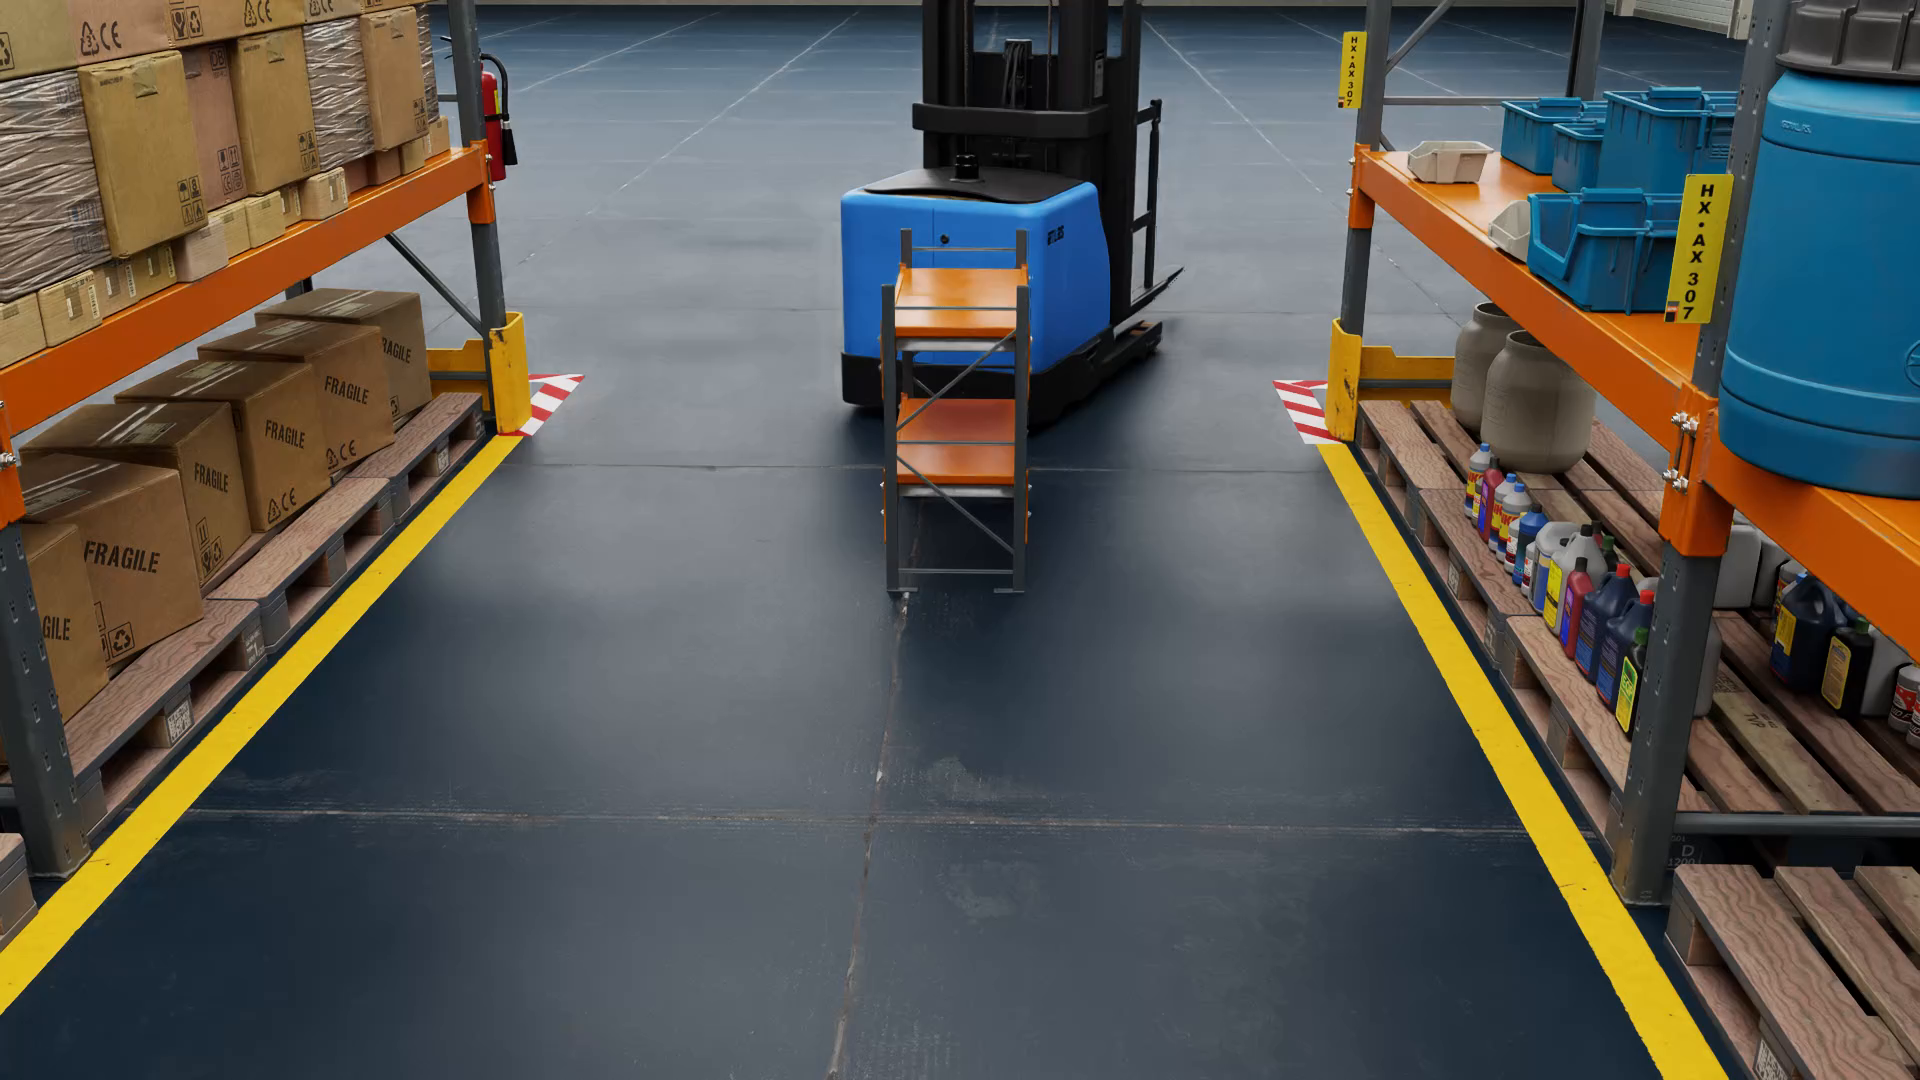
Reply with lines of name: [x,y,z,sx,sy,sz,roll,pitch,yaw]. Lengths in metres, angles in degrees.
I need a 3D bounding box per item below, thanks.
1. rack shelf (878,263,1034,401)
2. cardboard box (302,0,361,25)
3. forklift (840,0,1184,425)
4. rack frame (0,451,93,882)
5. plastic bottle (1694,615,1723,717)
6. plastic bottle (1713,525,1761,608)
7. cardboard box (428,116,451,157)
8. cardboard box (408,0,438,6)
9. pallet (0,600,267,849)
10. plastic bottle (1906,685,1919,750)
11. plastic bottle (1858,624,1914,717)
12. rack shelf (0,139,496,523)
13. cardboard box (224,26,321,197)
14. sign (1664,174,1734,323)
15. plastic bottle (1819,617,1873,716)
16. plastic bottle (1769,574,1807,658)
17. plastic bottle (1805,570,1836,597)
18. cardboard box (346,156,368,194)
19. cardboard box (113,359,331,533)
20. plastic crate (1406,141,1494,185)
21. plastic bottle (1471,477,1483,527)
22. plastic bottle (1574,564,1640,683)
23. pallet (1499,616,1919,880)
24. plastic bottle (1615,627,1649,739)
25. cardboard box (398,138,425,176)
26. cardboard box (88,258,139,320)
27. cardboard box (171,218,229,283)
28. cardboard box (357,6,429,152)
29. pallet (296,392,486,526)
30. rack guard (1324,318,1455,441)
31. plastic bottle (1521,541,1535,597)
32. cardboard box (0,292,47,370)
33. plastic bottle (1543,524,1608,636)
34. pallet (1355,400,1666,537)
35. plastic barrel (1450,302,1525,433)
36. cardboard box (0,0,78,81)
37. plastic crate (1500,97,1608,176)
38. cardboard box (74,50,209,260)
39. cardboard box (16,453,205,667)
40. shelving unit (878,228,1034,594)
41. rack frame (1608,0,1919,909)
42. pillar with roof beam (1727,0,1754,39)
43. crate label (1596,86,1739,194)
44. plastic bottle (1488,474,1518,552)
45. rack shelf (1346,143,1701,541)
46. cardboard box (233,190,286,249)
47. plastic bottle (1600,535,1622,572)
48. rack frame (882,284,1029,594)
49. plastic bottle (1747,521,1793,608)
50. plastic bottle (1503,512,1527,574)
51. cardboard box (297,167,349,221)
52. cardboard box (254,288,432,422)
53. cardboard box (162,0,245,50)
rack shelf: [0.000,-0.795,6.213,0.538,0.278,1.000,1,21,2]
cardboard box: [-2.463,-2.084,5.821,0.500,0.500,0.500,1,21,2]
forklift: [0.473,-2.397,8.654,1.130,2.935,3.031,9,23,22]
rack frame: [-2.788,-0.549,3.798,1.000,3.000,0.127,1,21,2]
plastic bottle: [2.038,0.301,4.661,0.144,0.351,0.185,1,21,2]
plastic bottle: [2.472,0.068,5.364,0.152,0.276,0.135,1,21,2]
cardboard box: [-2.469,-1.773,7.299,0.380,0.149,0.250,1,21,2]
cardboard box: [-2.436,-2.445,6.753,0.500,0.500,0.500,1,21,2]
pallet: [-2.803,0.508,4.929,1.003,0.211,1.213,1,21,2]
plastic bottle: [2.614,0.458,4.463,0.097,0.201,0.097,0,21,0]
plastic bottle: [2.593,0.342,4.657,0.152,0.276,0.135,1,21,4]
rack shelf: [-2.727,-0.937,5.792,1.077,0.370,4.000,1,21,2]
cardboard box: [-2.691,-1.439,5.542,0.875,0.500,0.500,1,21,2]
sign: [1.613,-0.634,3.633,0.100,0.325,0.005,1,21,2]
plastic bottle: [2.487,0.338,4.658,0.061,0.283,0.133,1,21,2]
plastic bottle: [2.486,0.231,4.950,0.097,0.271,0.097,0,21,0]
plastic bottle: [2.608,0.180,4.973,0.144,0.351,0.185,0,21,-1]
cardboard box: [-2.505,-1.412,6.367,0.380,0.149,0.250,1,21,2]
cardboard box: [-2.724,-0.358,6.179,0.500,0.500,0.500,3,21,7]
plastic crate: [1.936,-1.498,6.608,0.298,0.136,0.250,1,21,2]
plastic bottle: [1.915,-0.152,6.034,0.097,0.201,0.097,0,21,0]
plastic bottle: [1.900,0.230,4.844,0.144,0.351,0.185,0,21,-1]
pallet: [2.225,0.563,4.786,1.003,0.211,1.213,1,21,2]
plastic bottle: [1.848,0.389,4.527,0.061,0.283,0.133,2,21,4]
cardboard box: [-2.433,-1.592,6.832,0.380,0.149,0.250,1,21,2]
cardboard box: [-2.480,-0.687,4.501,0.380,0.149,0.250,1,21,2]
cardboard box: [-2.433,-0.868,4.966,0.380,0.149,0.250,1,21,2]
cardboard box: [-2.606,-1.800,6.472,0.875,0.500,0.500,1,21,2]
pallet: [-2.729,-0.375,7.203,1.003,0.211,1.213,1,21,2]
rack guard: [2.329,-0.748,7.765,1.175,0.500,0.348,1,21,2]
plastic bottle: [1.895,0.081,5.434,0.097,0.201,0.097,0,21,0]
cardboard box: [-2.481,-0.507,4.035,0.380,0.149,0.250,1,21,2]
plastic bottle: [1.910,0.113,5.145,0.144,0.351,0.185,1,21,1]
pallet: [2.299,-0.319,7.060,1.003,0.211,1.213,1,21,2]
plastic barrel: [2.341,-0.738,7.143,0.421,0.512,0.421,0,21,0]
cardboard box: [-2.520,-1.361,3.957,0.500,0.500,0.500,1,21,2]
plastic crate: [2.568,-1.687,6.937,0.499,0.251,0.616,1,21,2]
cardboard box: [-2.662,-1.077,4.608,0.875,0.500,0.500,1,21,2]
cardboard box: [-2.726,0.069,5.079,0.500,0.500,0.500,8,22,19]
shelving unit: [0.000,-0.522,6.319,0.538,1.125,1.048,1,21,2]
rack frame: [2.163,-0.495,3.657,1.000,3.000,0.127,1,21,2]
pillar with roof beam: [9.457,-13.091,27.828,9.100,9.000,0.400,1,21,2]
crate label: [2.499,-1.289,5.655,0.502,0.435,0.616,1,21,2]
plastic bottle: [1.907,-0.098,5.799,0.097,0.271,0.097,0,21,0]
rack shelf: [2.224,-0.882,5.651,1.077,0.370,4.000,1,21,2]
cardboard box: [-2.448,-1.049,5.433,0.380,0.149,0.250,1,21,2]
plastic bottle: [2.013,0.136,5.178,0.061,0.283,0.133,1,21,2]
rack frame: [-0.016,-0.338,5.845,0.500,1.125,0.032,1,21,2]
plastic bottle: [2.621,0.026,5.369,0.144,0.351,0.185,0,21,1]
plastic bottle: [1.901,0.007,5.626,0.097,0.201,0.097,0,21,0]
cardboard box: [-2.409,-1.230,5.898,0.380,0.149,0.250,1,21,2]
cardboard box: [-2.702,-0.800,7.320,0.500,0.500,0.500,5,22,12]
cardboard box: [-2.491,-1.722,4.889,0.500,0.500,0.500,1,21,2]
